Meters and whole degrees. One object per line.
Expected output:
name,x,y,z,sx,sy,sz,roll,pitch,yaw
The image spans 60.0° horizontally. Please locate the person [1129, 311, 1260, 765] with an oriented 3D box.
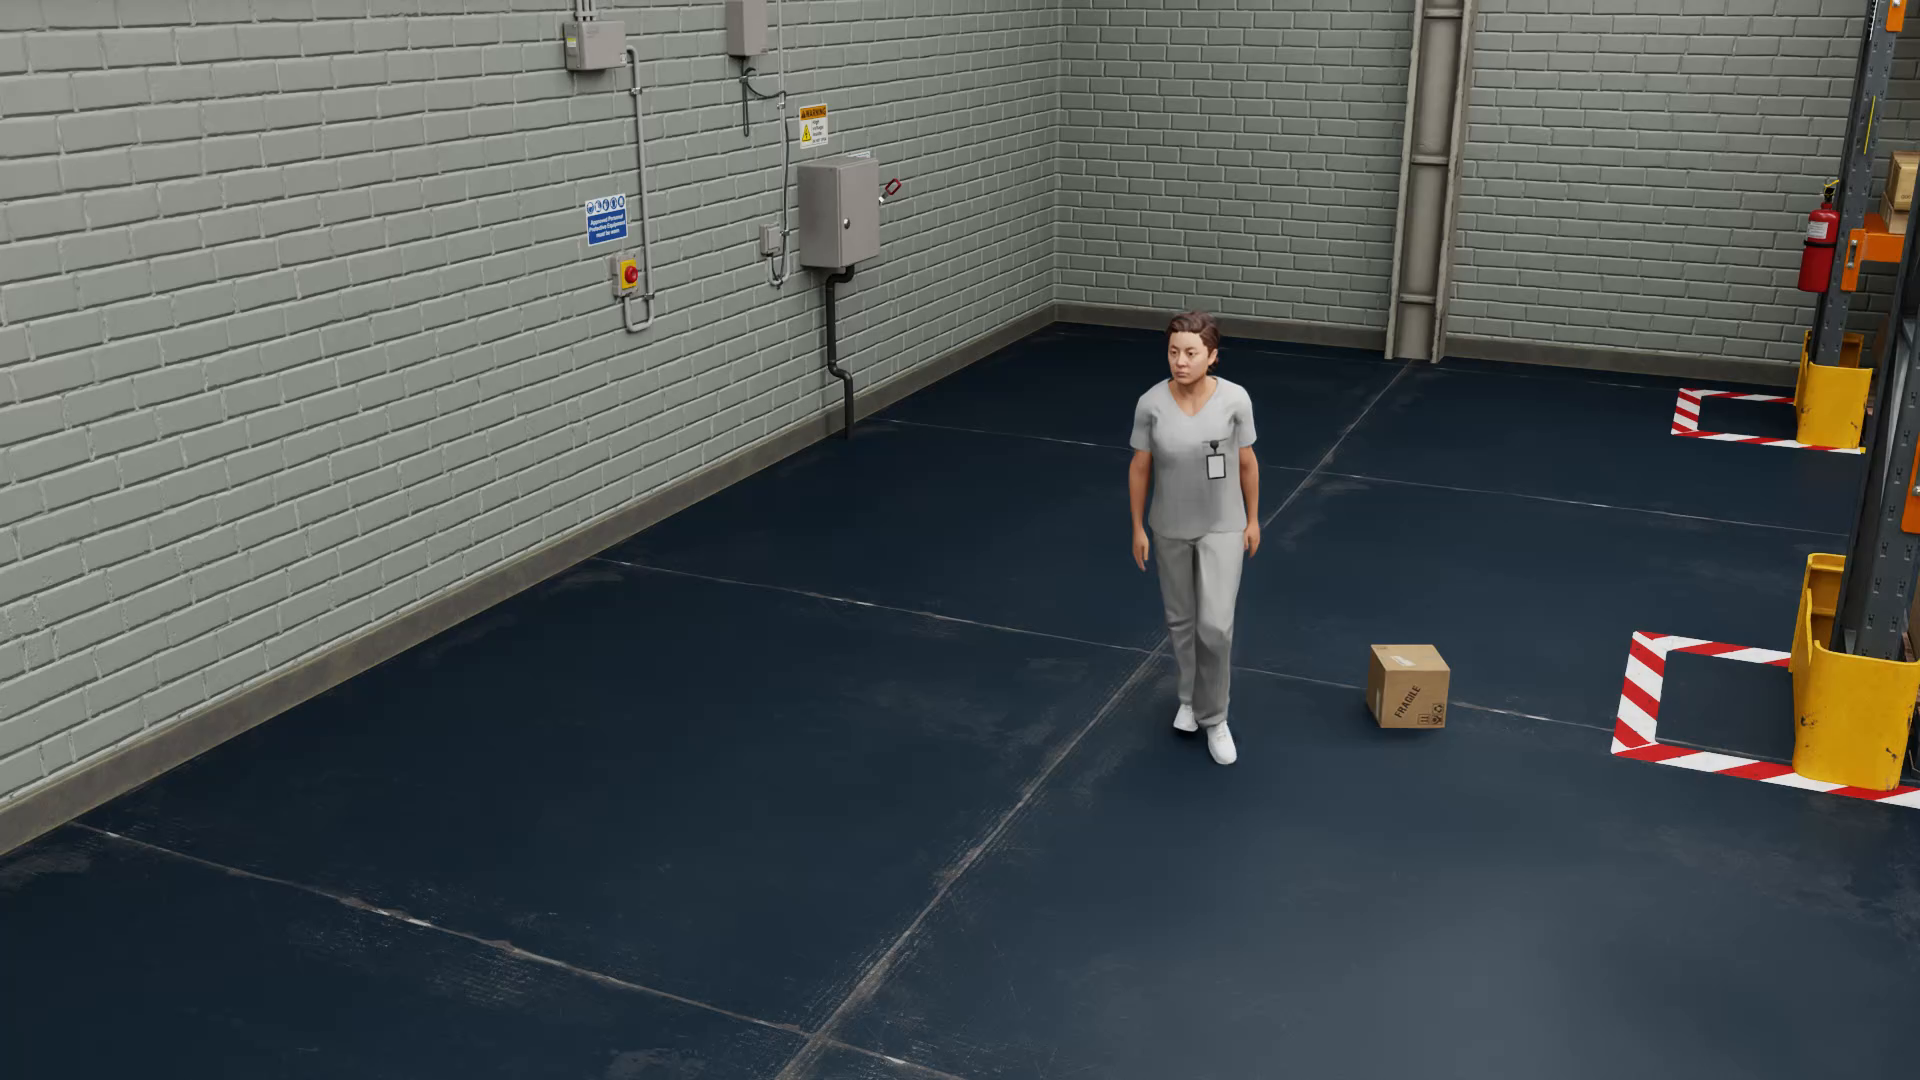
person,0.859,-0.029,6.144,0.473,1.674,0.533,6,20,18
